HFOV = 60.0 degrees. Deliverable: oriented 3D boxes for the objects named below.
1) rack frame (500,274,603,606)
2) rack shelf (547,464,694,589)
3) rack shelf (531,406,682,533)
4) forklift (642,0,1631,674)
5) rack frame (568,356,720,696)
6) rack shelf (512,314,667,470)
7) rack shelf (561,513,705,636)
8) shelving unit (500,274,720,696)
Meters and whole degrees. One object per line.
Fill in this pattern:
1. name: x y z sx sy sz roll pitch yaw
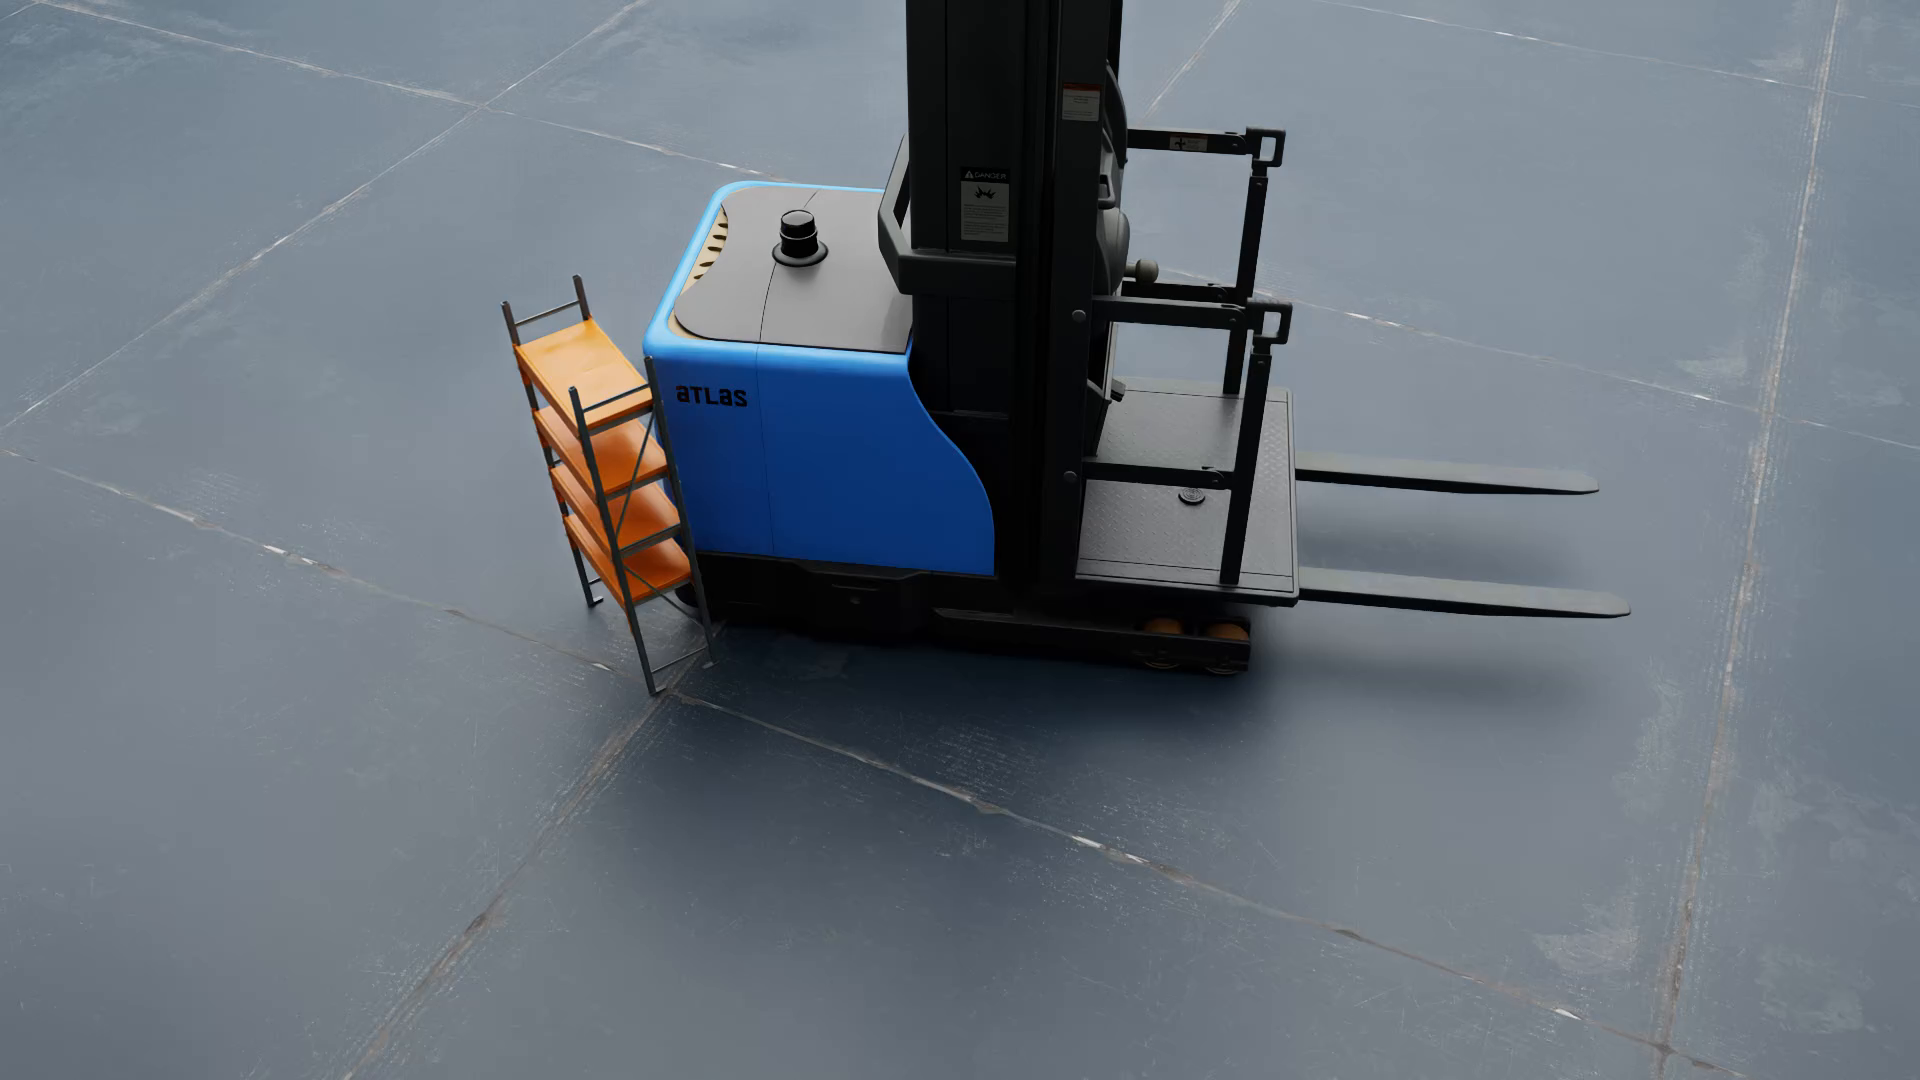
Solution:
1. rack frame: -1.161 -0.274 5.138 0.240 1.200 0.015 -25 47 -21
2. rack shelf: -1.026 -0.090 5.029 0.258 0.148 0.480 -25 47 -21
3. rack shelf: -1.038 -0.254 4.877 0.258 0.148 0.480 -25 47 -21
4. forklift: 0.619 -1.055 4.729 3.031 2.935 1.130 5 41 6
5. rack frame: -0.898 -0.005 4.828 0.240 1.200 0.015 -25 47 -21
6. rack shelf: -1.050 -0.427 4.717 0.258 0.148 0.480 -25 47 -21
7. rack shelf: -1.016 0.055 5.163 0.258 0.148 0.480 -25 47 -21
8. shelving unit: -1.030 -0.139 4.983 0.258 1.200 0.503 -25 47 -21
